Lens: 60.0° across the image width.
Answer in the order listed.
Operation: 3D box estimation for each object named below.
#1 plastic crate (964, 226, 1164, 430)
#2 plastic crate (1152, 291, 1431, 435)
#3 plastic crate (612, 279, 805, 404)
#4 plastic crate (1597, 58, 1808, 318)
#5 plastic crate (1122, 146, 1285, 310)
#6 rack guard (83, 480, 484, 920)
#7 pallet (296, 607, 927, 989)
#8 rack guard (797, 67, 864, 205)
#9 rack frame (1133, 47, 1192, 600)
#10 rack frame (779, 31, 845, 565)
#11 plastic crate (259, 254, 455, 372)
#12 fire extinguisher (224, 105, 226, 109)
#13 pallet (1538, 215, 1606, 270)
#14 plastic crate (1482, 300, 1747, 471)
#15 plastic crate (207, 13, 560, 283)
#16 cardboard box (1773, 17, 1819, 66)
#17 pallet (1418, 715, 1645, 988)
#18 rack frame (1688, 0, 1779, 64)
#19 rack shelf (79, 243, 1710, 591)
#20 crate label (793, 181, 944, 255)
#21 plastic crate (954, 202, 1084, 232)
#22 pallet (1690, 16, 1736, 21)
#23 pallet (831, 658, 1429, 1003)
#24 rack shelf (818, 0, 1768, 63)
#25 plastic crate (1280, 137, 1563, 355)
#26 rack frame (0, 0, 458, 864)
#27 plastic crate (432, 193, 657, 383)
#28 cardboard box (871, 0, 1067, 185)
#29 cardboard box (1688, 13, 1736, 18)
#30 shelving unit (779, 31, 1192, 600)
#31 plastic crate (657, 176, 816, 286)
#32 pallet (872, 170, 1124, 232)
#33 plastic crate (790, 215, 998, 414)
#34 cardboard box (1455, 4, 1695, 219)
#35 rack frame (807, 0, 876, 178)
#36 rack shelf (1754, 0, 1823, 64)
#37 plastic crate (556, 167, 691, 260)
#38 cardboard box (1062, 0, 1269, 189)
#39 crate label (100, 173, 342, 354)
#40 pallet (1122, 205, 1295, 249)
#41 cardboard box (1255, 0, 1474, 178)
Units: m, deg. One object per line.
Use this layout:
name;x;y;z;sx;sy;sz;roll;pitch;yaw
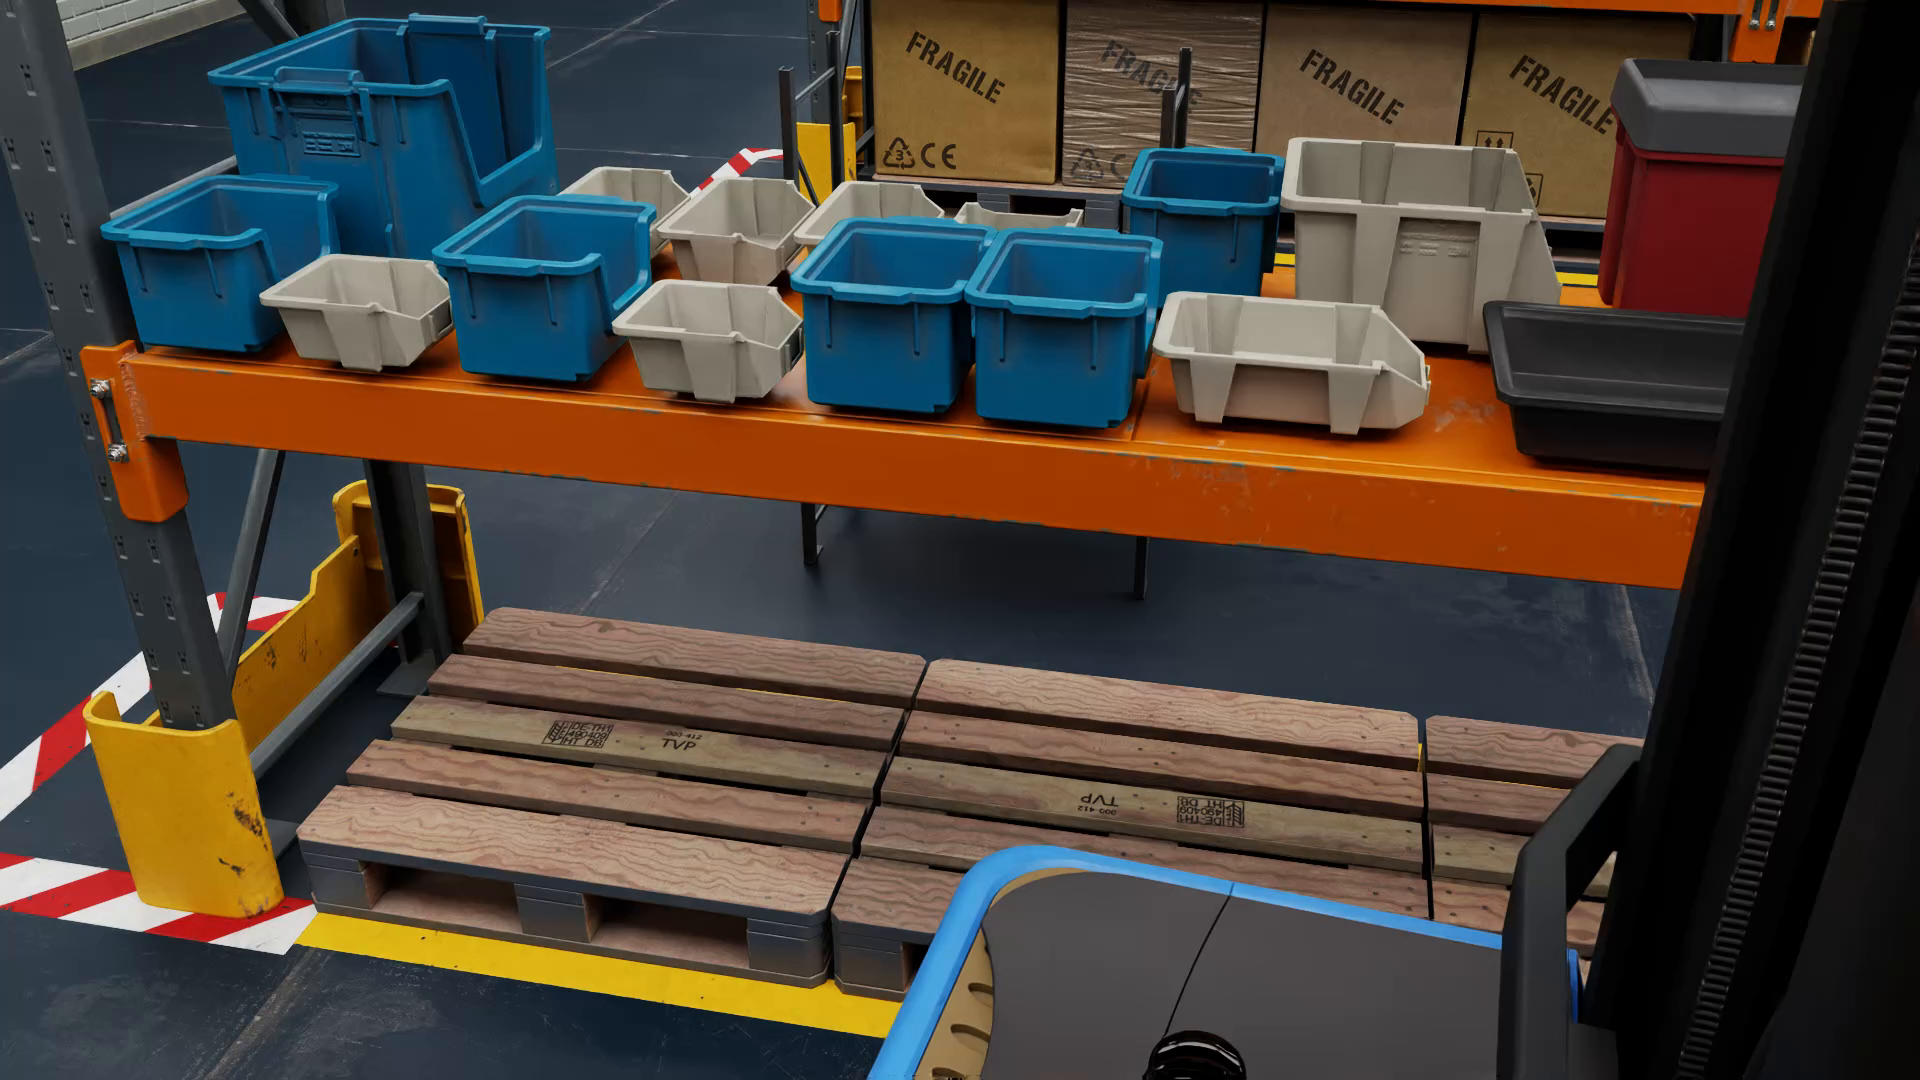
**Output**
plastic crate;0.185;-0.371;2.916;0.300;0.233;0.416;6;29;11
plastic crate;0.577;-0.303;2.892;0.466;0.136;0.293;6;29;11
plastic crate;-0.437;-0.352;2.982;0.298;0.136;0.250;6;29;11
plastic crate;1.522;-0.620;3.130;0.583;0.464;0.402;6;29;11
plastic crate;0.493;-0.627;3.384;0.300;0.233;0.416;6;29;11
rack guard;-1.595;0.340;4.108;0.348;0.500;1.175;6;29;11
pallet;-0.771;0.564;4.000;1.213;0.211;1.003;6;29;11
rack guard;-0.558;-1.992;8.368;0.348;0.500;1.175;6;29;11
rack frame;0.581;-0.598;4.781;0.032;1.500;0.500;6;29;11
rack frame;-0.414;-0.700;4.967;0.032;1.500;0.500;6;29;11
plastic crate;-1.100;-0.420;3.106;0.298;0.136;0.250;6;29;11
fire extinguisher;-1.622;-0.791;4.040;0.183;0.674;0.296;6;29;11
pallet;2.650;-1.575;7.906;1.213;0.211;1.003;6;29;11
plastic crate;1.192;-0.250;2.808;0.590;0.125;0.437;6;29;11
plastic crate;-1.203;-0.856;3.590;0.499;0.435;0.616;6;29;11
cardboard box;4.007;-1.882;7.340;0.875;0.875;1.225;6;29;11
pallet;1.616;0.809;3.553;1.213;0.211;1.003;6;29;11
rack frame;3.377;-2.685;7.030;0.127;3.000;1.000;6;29;11
rack shelf;0.387;-0.244;3.321;4.000;0.370;1.077;6;29;11
crate label;-0.176;-0.621;3.474;0.243;0.136;0.396;6;29;11
plastic crate;0.118;-0.600;3.435;0.250;0.136;0.298;6;29;11
pallet;5.273;-3.703;11.795;1.213;0.211;1.003;6;29;11
pallet;0.419;0.688;3.774;1.213;0.211;1.003;6;29;11
rack shelf;1.421;-2.570;7.569;4.000;0.370;1.077;6;29;11
plastic crate;0.888;-0.573;3.233;0.530;0.282;0.437;6;29;11
rack frame;-1.569;-0.760;3.514;0.127;3.000;1.000;6;29;11
plastic crate;-0.753;-0.467;3.092;0.300;0.233;0.416;6;29;11
cardboard box;0.108;-2.311;8.124;0.875;0.875;0.875;6;29;11
cardboard box;5.179;-3.893;11.403;0.500;0.500;0.500;7;29;13
shelving unit;0.083;-0.649;4.874;1.048;1.500;0.538;6;29;11
plastic crate;-0.453;-0.638;3.504;0.243;0.136;0.396;6;29;11
pallet;0.264;-1.819;8.353;1.213;0.211;1.003;6;29;11
plastic crate;-0.109;-0.401;2.971;0.300;0.233;0.416;6;29;11
cardboard box;2.748;-2.041;7.629;0.875;0.875;0.875;6;29;11
rack frame;-0.535;-3.086;7.763;0.127;3.000;1.000;6;29;11
rack shelf;5.333;-2.169;6.837;4.000;0.370;1.077;6;29;11
plastic crate;-0.734;-0.674;3.569;0.243;0.136;0.396;6;29;11
cardboard box;0.998;-2.220;7.957;0.875;0.875;0.875;6;29;11
crate label;-1.396;-0.533;3.212;0.303;0.233;0.416;6;29;11
pallet;1.453;-1.696;8.128;1.213;0.211;1.003;6;29;11
cardboard box;1.868;-2.131;7.794;0.875;0.875;0.875;6;29;11
